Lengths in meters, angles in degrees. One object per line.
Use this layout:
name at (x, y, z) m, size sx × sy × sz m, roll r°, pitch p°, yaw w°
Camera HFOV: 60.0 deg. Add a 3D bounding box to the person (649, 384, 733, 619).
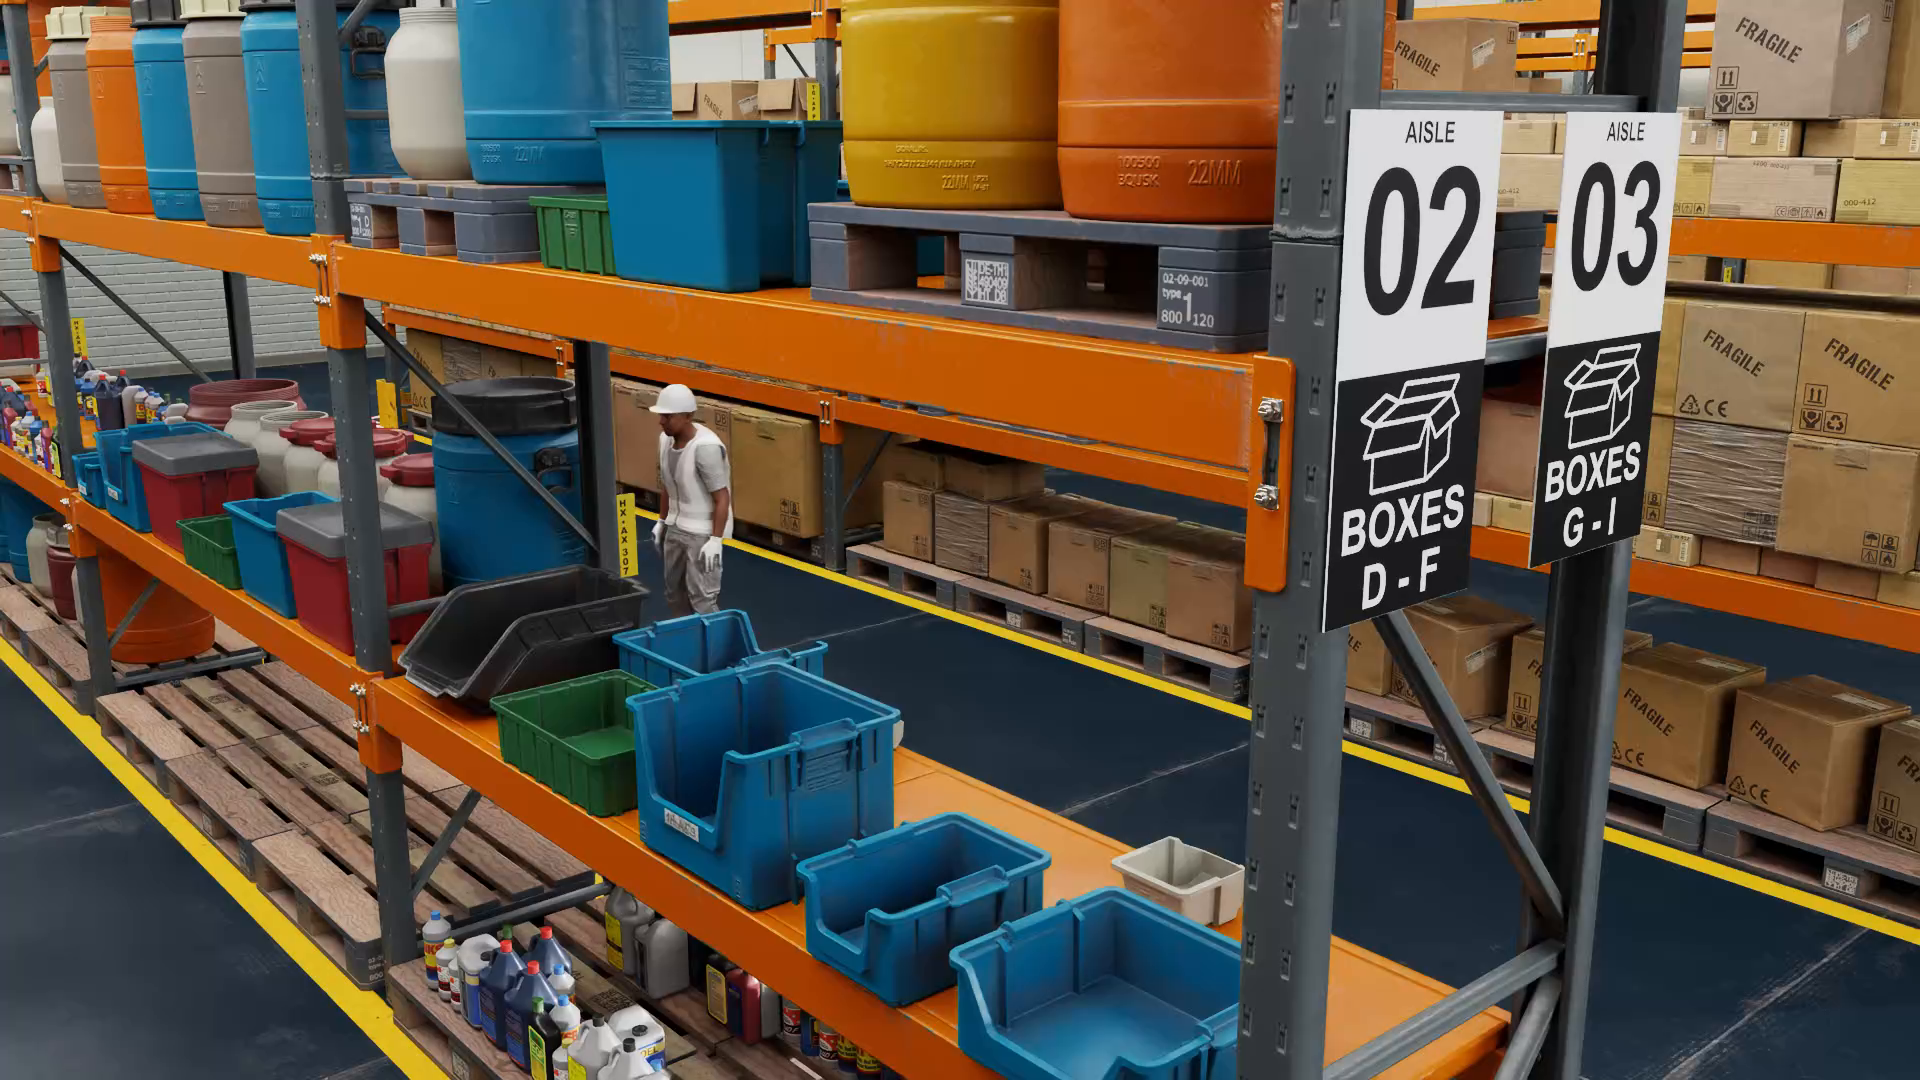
person at (-1.556, -0.024, 9.576) m, size 0.453 × 1.774 × 0.622 m, roll -12°, pitch 18°, yaw -40°
